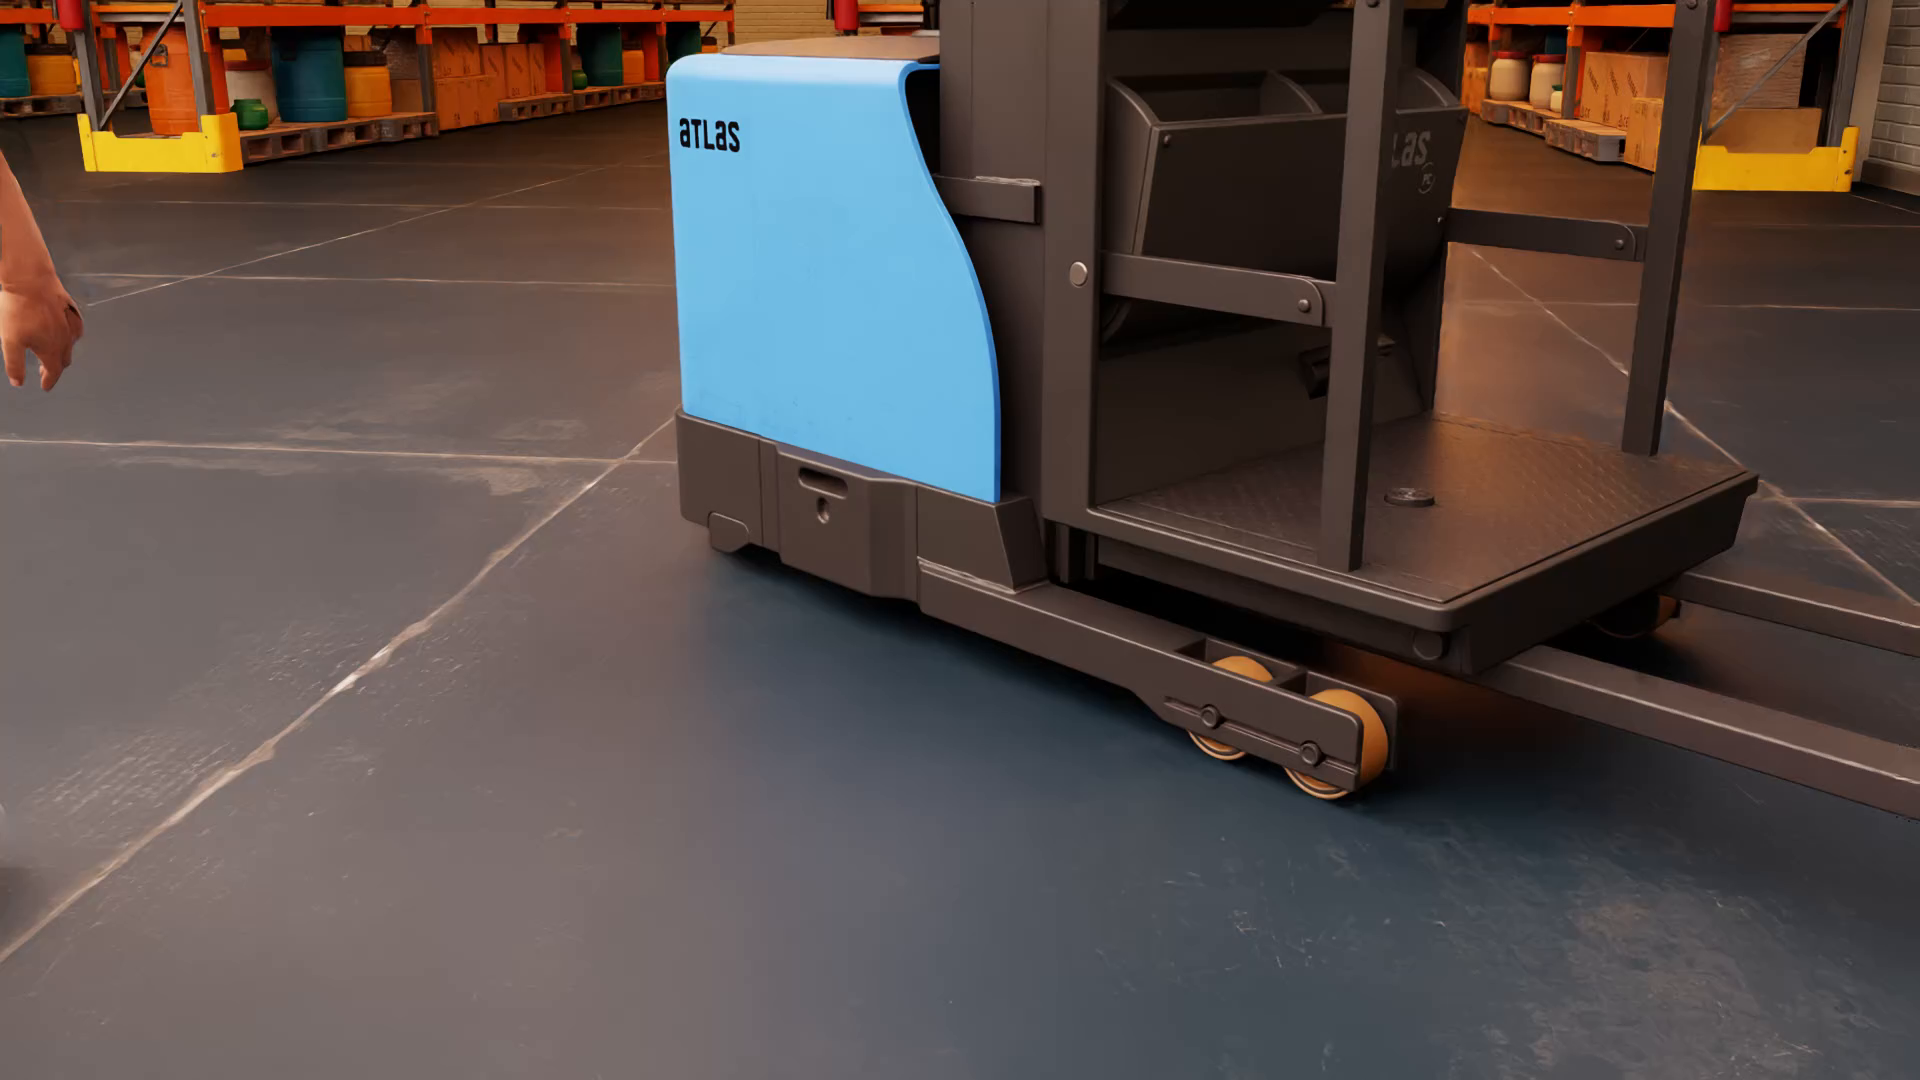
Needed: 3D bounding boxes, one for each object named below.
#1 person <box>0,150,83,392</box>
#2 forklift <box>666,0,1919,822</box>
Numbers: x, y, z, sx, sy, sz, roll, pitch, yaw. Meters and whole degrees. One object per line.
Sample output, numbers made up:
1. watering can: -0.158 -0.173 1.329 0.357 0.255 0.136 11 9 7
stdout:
1. person: -1.438 -0.177 1.715 0.583 1.648 0.886 4 18 13
2. forklift: 0.744 -1.173 2.673 1.130 2.935 3.031 -16 24 -41
